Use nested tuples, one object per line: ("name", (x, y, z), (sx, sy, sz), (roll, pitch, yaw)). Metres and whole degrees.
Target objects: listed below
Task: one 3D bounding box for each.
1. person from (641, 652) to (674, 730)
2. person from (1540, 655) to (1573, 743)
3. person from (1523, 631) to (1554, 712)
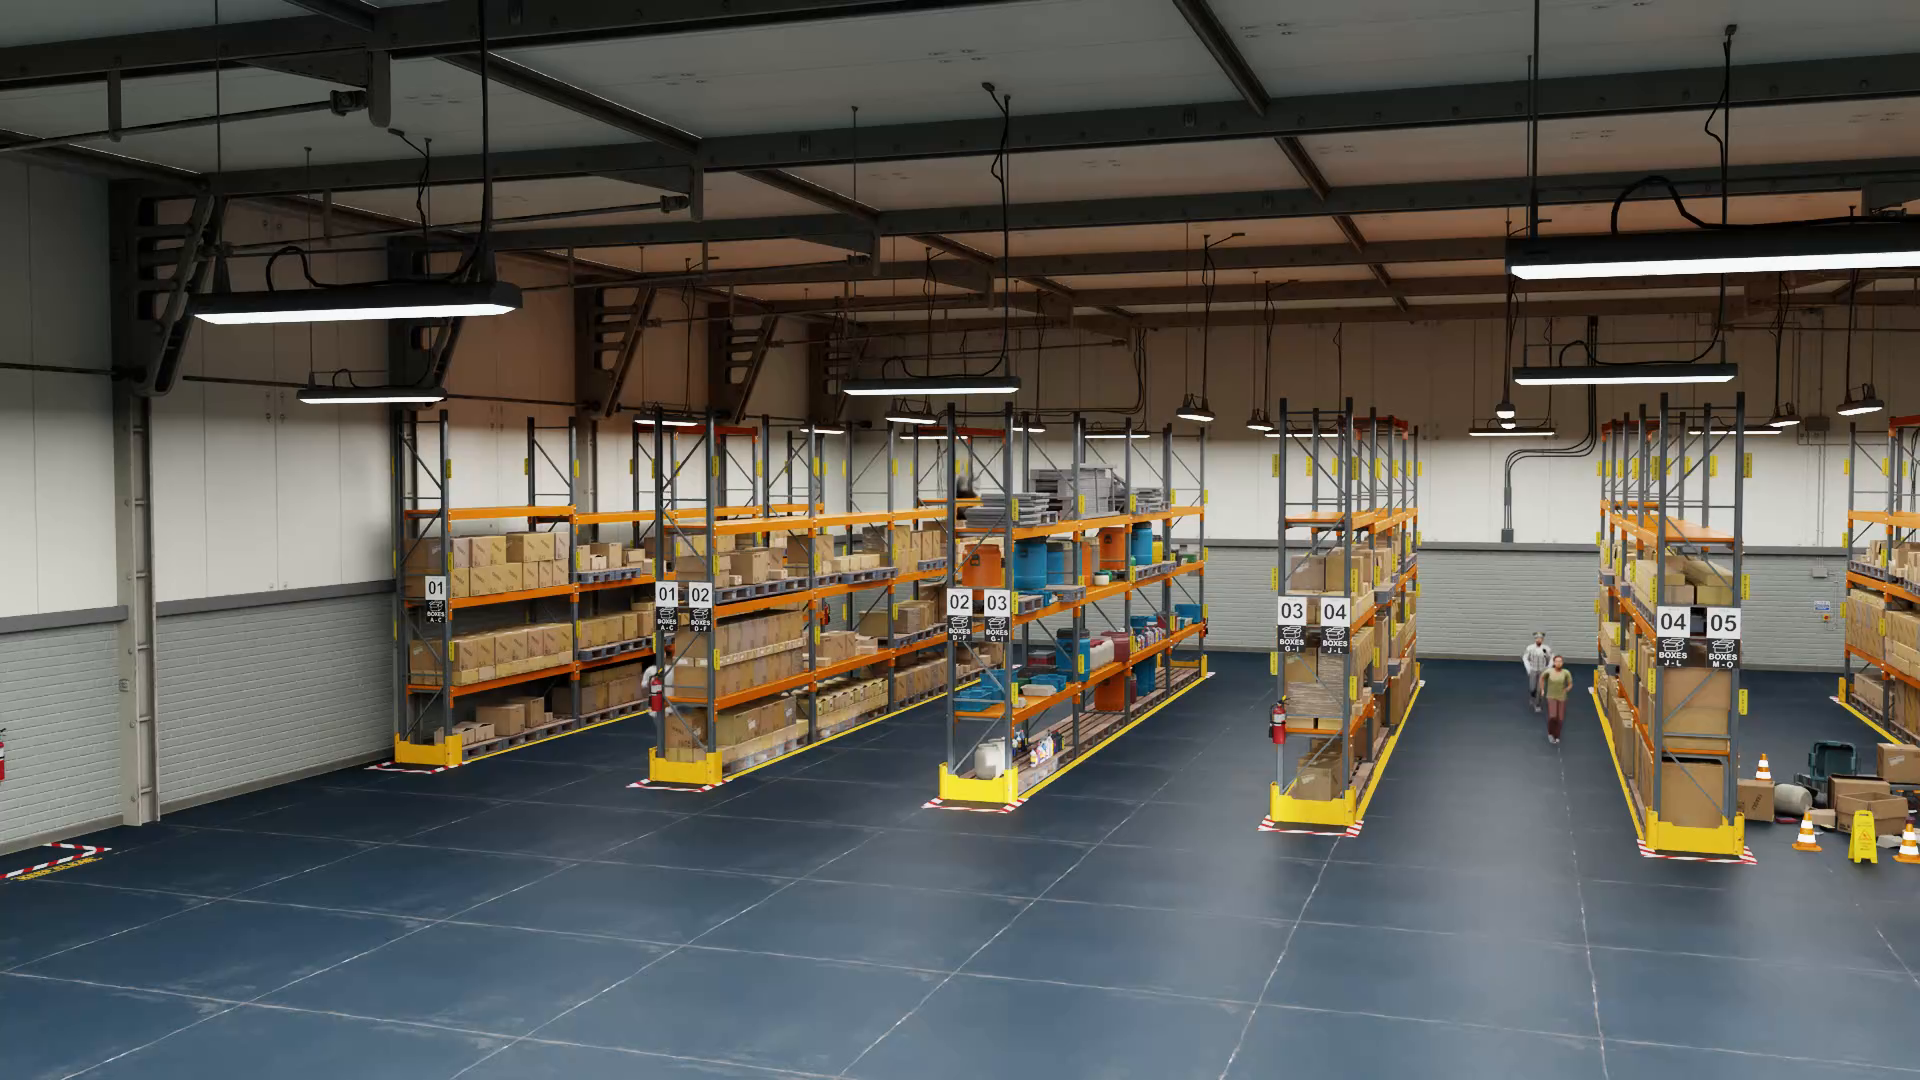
("person", (-5.215, 2.855, 29.015), (0.693, 1.831, 0.839), (0, 2, 8))
("person", (10.781, 2.882, 30.044), (0.551, 1.626, 0.688), (1, 3, 13))
("person", (11.960, 2.710, 34.327), (0.638, 1.664, 0.548), (1, 3, 20))
